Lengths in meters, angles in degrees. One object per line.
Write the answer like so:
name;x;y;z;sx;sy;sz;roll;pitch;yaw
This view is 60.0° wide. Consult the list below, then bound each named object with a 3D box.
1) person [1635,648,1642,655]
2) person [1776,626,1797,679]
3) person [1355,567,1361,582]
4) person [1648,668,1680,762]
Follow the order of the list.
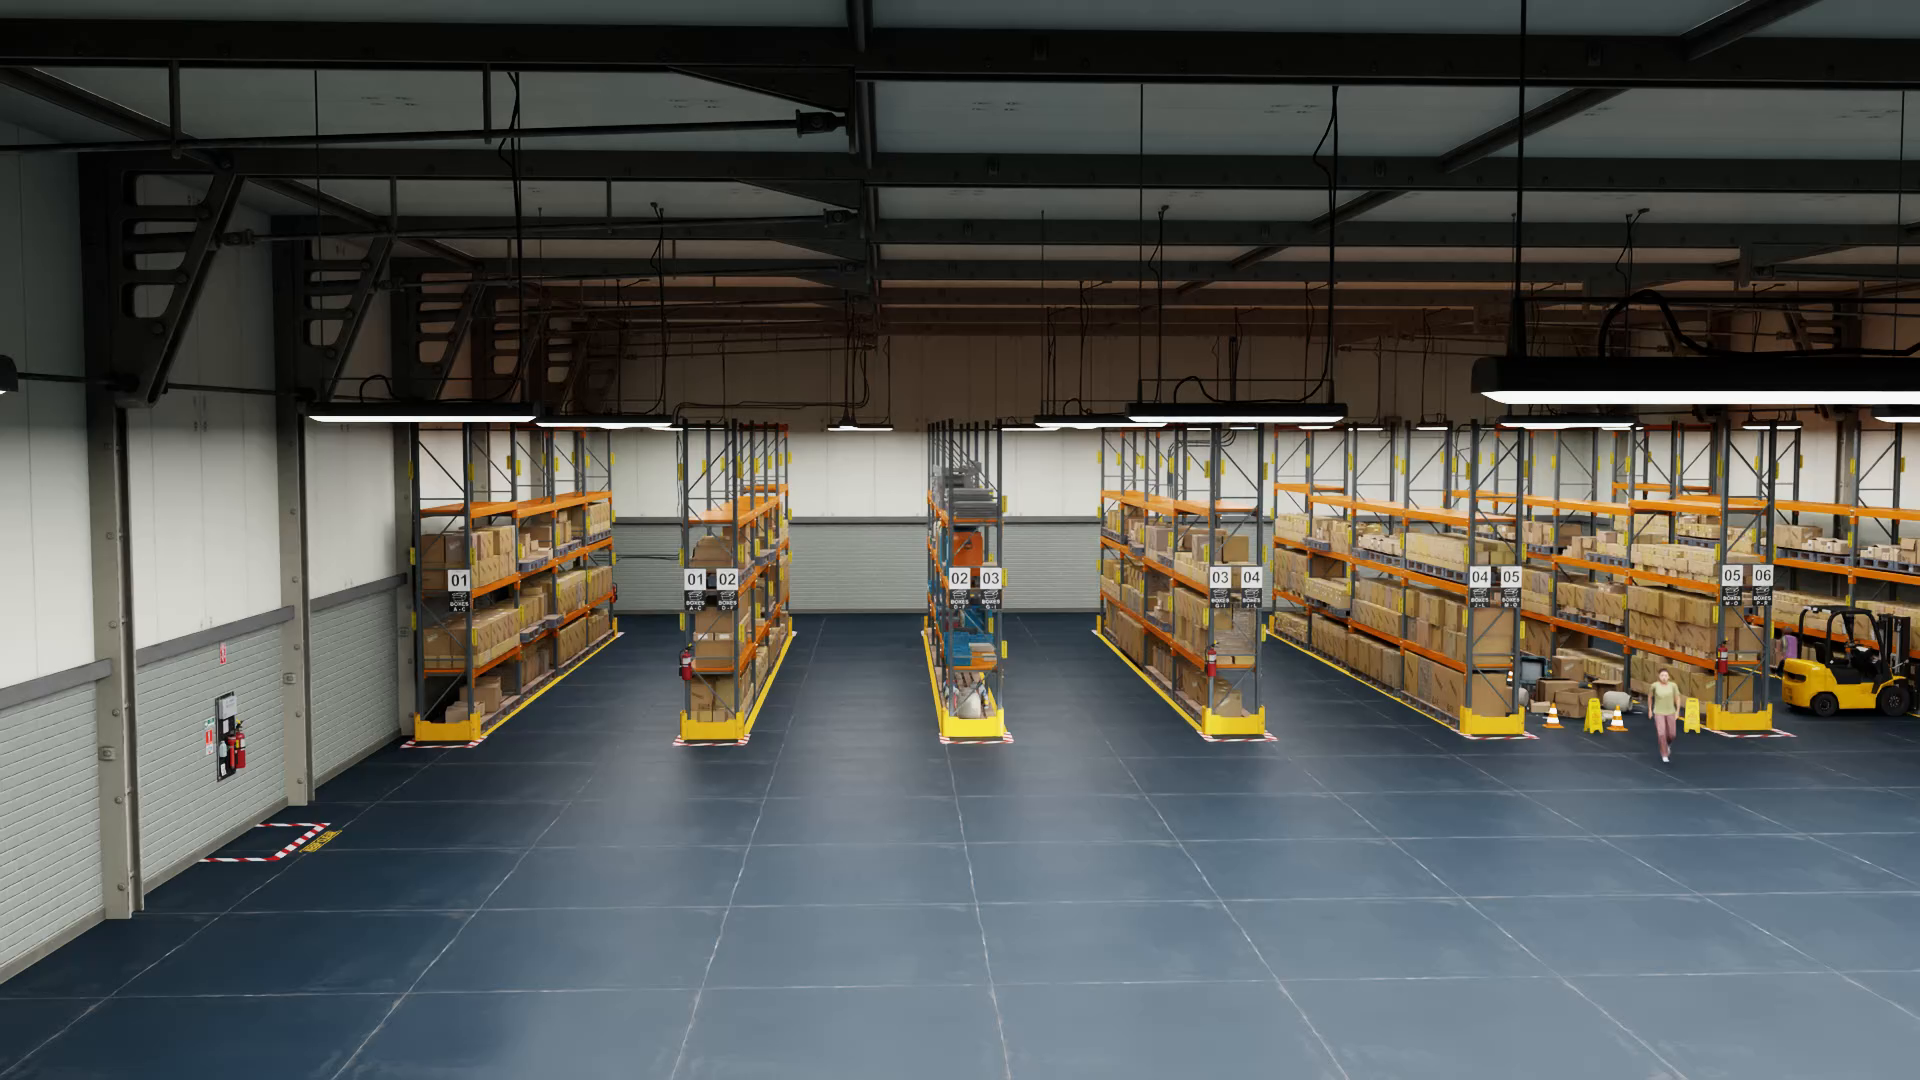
person;17.175;2.259;41.612;0.501;1.702;0.626;-1;4;-13
person;18.205;2.642;36.542;0.471;1.495;0.736;0;4;0
person;11.812;1.676;49.356;0.836;1.757;0.585;0;4;1
person;12.354;3.037;29.211;0.508;1.644;0.647;1;4;14
